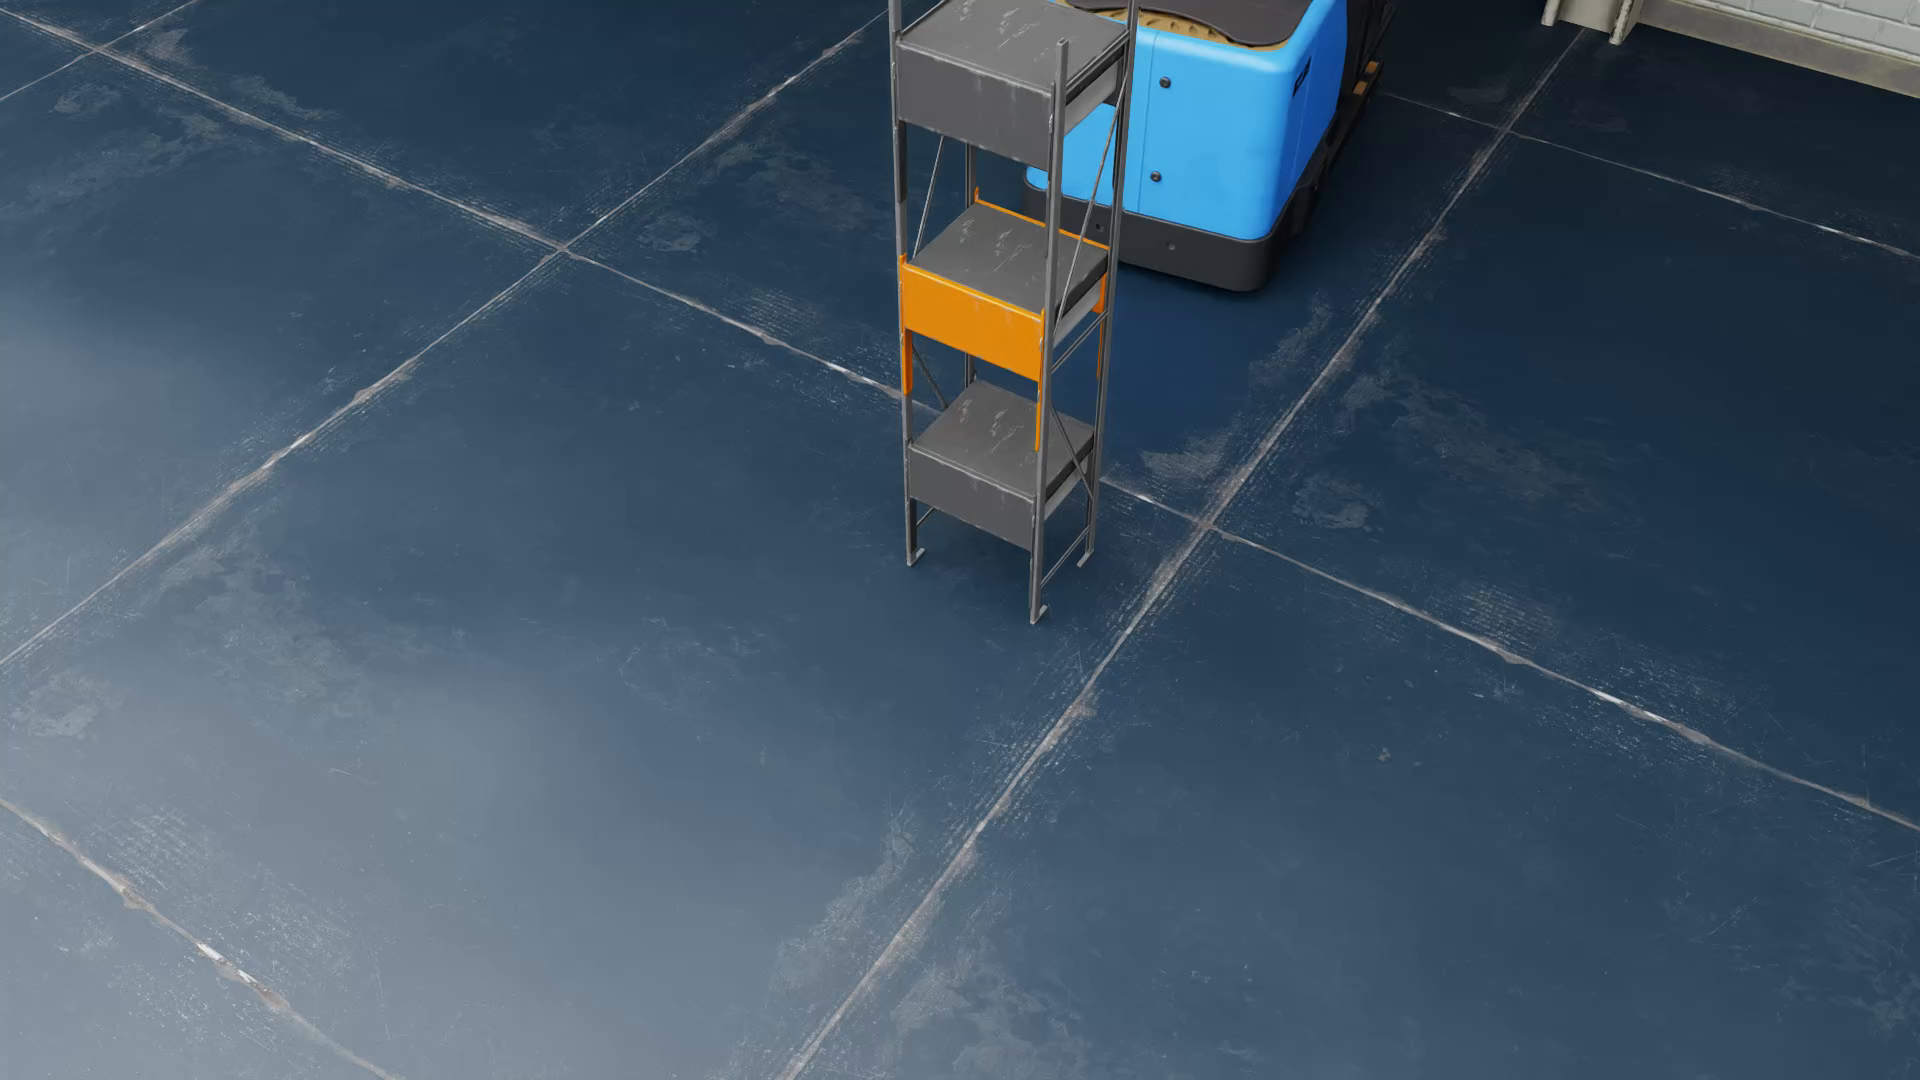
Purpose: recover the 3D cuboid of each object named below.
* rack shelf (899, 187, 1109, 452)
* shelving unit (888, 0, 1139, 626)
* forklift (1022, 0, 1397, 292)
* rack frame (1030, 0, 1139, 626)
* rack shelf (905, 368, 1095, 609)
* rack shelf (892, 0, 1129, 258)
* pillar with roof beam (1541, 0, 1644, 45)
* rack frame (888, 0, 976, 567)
[{"bbox_3d":[0.139,-0.658,4.944,0.480,0.518,0.431,25,51,22],"label":"rack shelf"},{"bbox_3d":[0.139,-0.668,4.935,0.503,2.100,0.431,25,51,22],"label":"shelving unit"},{"bbox_3d":[1.321,-3.076,6.696,1.130,2.935,3.031,18,48,17],"label":"forklift"},{"bbox_3d":[0.345,-0.573,4.843,0.015,2.100,0.400,25,51,22],"label":"rack frame"},{"bbox_3d":[0.139,-0.170,5.446,0.480,0.518,0.431,25,51,22],"label":"rack shelf"},{"bbox_3d":[0.139,-1.146,4.442,0.480,0.518,0.431,25,51,22],"label":"rack shelf"},{"bbox_3d":[0.801,-3.113,2.500,0.400,9.000,9.100,25,51,22],"label":"pillar with roof beam"},{"bbox_3d":[-0.066,-0.762,5.026,0.015,2.100,0.400,25,51,22],"label":"rack frame"}]
